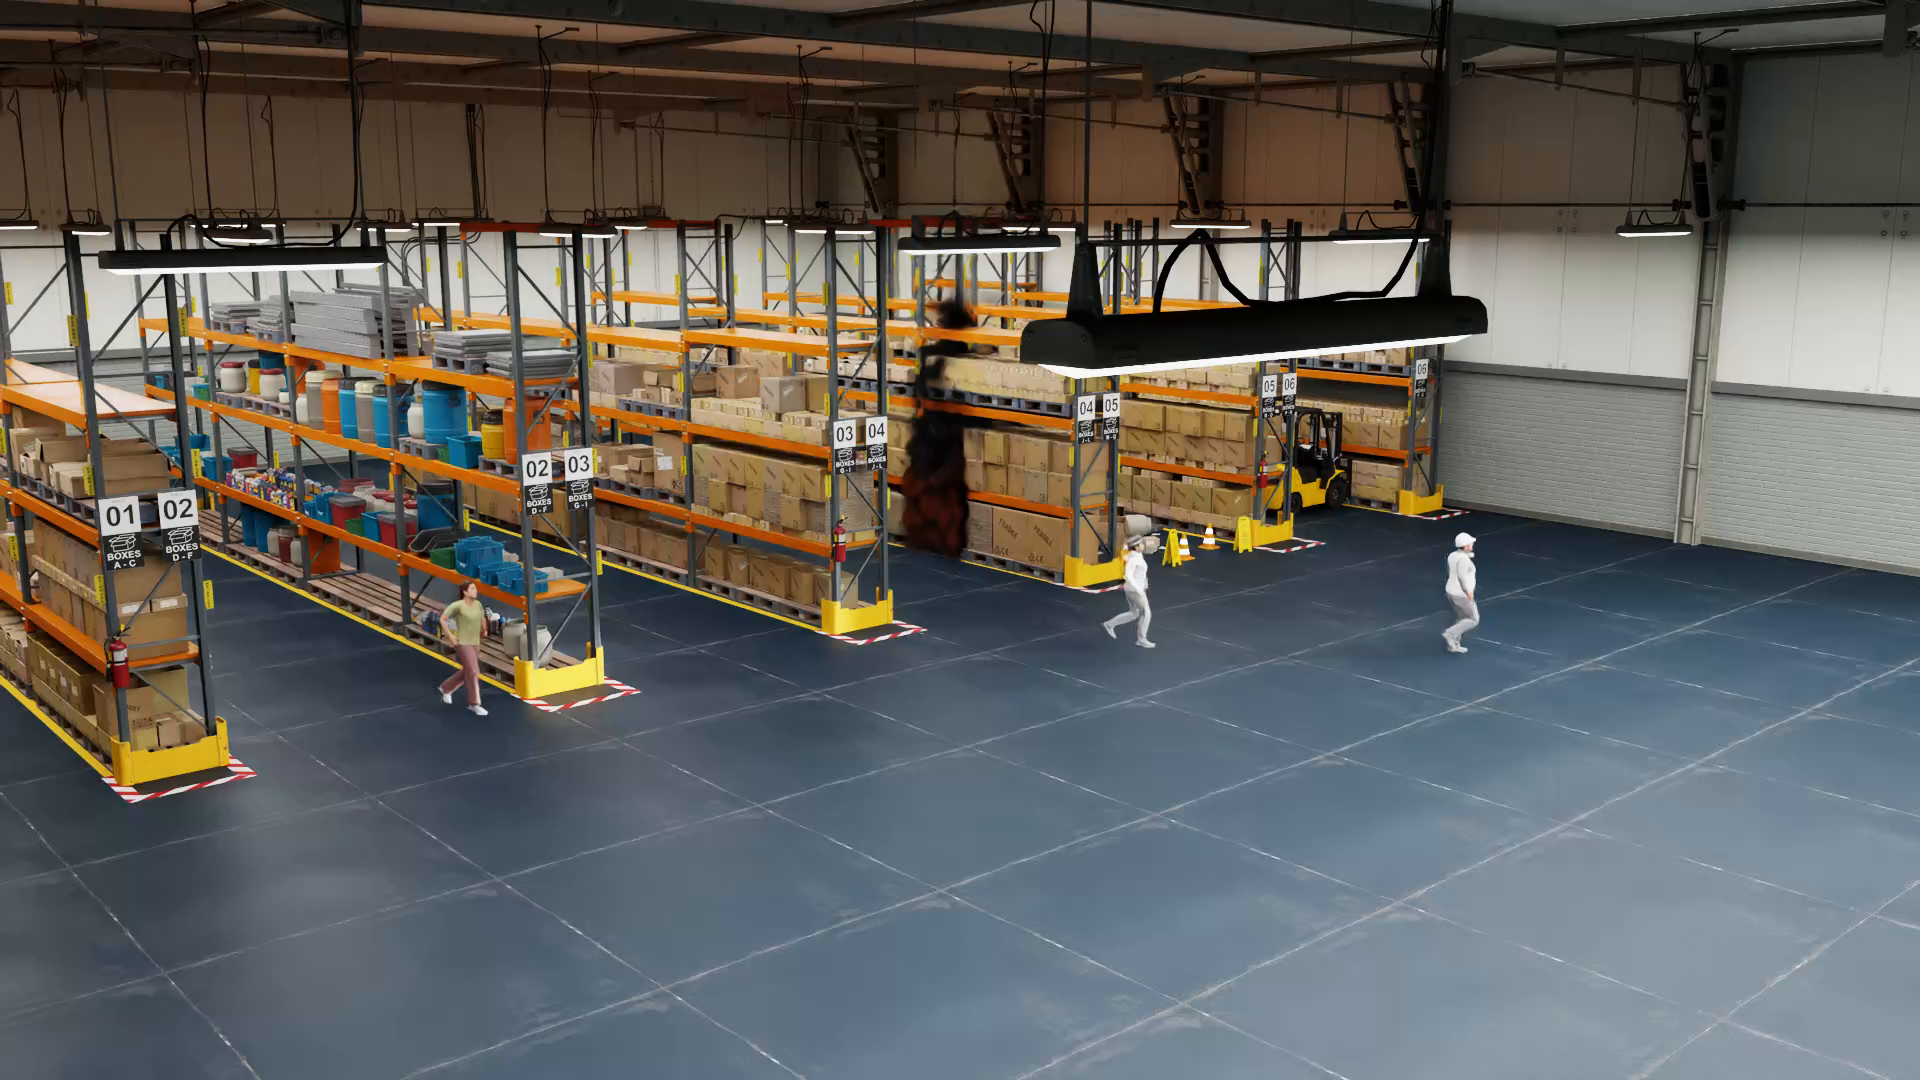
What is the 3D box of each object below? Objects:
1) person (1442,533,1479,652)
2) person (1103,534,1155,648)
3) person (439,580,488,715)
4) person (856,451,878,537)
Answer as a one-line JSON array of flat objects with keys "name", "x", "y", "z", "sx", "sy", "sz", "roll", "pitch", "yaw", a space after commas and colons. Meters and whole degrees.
[{"name": "person", "x": 7.151, "y": 0.755, "z": 23.762, "sx": 0.576, "sy": 1.743, "sz": 0.676, "roll": -2, "pitch": 12, "yaw": -8}, {"name": "person", "x": 2.465, "y": 0.732, "z": 24.081, "sx": 0.765, "sy": 1.681, "sz": 0.637, "roll": 0, "pitch": 11, "yaw": -1}, {"name": "person", "x": -6.267, "y": 1.331, "z": 21.144, "sx": 0.821, "sy": 1.674, "sz": 0.595, "roll": 6, "pitch": 13, "yaw": 26}, {"name": "person", "x": -1.842, "y": -0.878, "z": 30.603, "sx": 0.791, "sy": 1.614, "sz": 0.537, "roll": 10, "pitch": 15, "yaw": 40}]
